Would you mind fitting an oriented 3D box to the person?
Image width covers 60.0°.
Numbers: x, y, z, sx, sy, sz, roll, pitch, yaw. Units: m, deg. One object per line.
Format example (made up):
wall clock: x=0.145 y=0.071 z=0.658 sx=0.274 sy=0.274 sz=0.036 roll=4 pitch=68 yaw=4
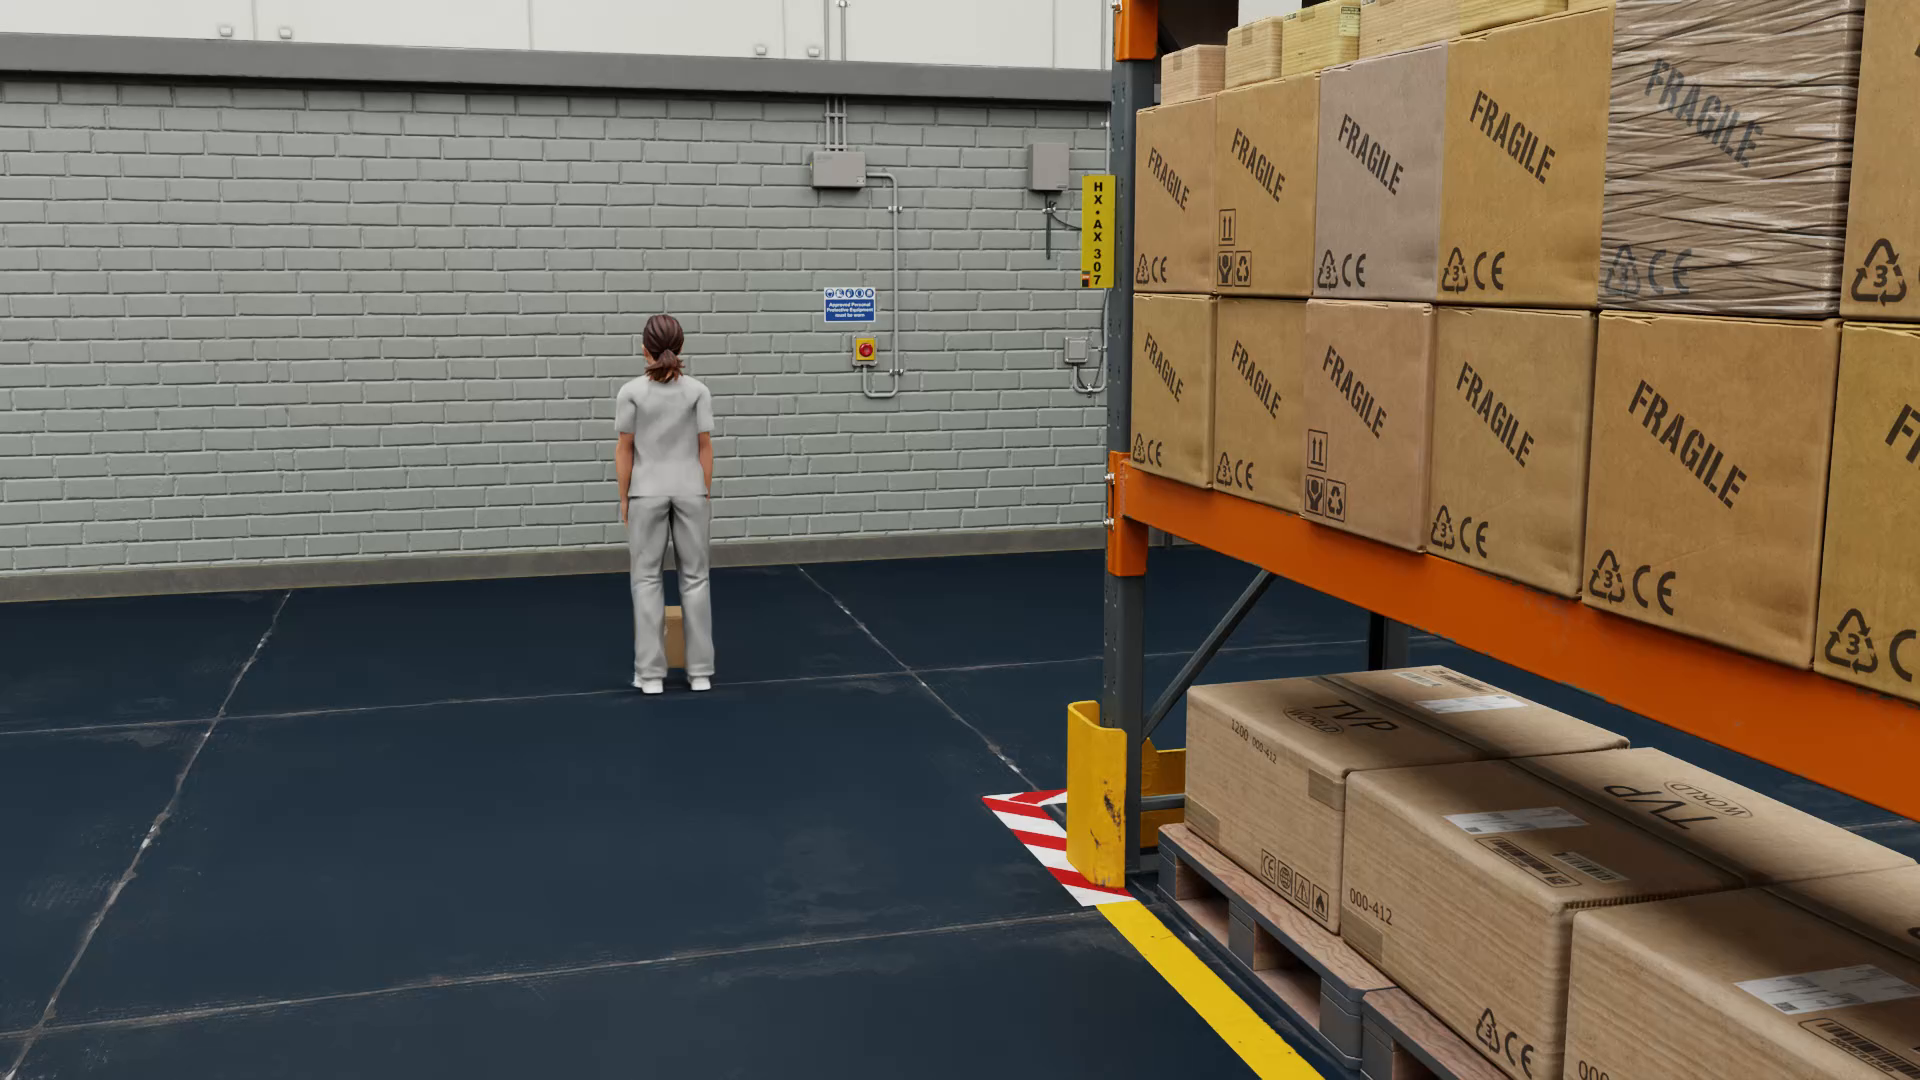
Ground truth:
person: x=-1.297 y=-0.156 z=7.356 sx=0.436 sy=1.668 sz=0.359 roll=-2 pitch=10 yaw=-15
